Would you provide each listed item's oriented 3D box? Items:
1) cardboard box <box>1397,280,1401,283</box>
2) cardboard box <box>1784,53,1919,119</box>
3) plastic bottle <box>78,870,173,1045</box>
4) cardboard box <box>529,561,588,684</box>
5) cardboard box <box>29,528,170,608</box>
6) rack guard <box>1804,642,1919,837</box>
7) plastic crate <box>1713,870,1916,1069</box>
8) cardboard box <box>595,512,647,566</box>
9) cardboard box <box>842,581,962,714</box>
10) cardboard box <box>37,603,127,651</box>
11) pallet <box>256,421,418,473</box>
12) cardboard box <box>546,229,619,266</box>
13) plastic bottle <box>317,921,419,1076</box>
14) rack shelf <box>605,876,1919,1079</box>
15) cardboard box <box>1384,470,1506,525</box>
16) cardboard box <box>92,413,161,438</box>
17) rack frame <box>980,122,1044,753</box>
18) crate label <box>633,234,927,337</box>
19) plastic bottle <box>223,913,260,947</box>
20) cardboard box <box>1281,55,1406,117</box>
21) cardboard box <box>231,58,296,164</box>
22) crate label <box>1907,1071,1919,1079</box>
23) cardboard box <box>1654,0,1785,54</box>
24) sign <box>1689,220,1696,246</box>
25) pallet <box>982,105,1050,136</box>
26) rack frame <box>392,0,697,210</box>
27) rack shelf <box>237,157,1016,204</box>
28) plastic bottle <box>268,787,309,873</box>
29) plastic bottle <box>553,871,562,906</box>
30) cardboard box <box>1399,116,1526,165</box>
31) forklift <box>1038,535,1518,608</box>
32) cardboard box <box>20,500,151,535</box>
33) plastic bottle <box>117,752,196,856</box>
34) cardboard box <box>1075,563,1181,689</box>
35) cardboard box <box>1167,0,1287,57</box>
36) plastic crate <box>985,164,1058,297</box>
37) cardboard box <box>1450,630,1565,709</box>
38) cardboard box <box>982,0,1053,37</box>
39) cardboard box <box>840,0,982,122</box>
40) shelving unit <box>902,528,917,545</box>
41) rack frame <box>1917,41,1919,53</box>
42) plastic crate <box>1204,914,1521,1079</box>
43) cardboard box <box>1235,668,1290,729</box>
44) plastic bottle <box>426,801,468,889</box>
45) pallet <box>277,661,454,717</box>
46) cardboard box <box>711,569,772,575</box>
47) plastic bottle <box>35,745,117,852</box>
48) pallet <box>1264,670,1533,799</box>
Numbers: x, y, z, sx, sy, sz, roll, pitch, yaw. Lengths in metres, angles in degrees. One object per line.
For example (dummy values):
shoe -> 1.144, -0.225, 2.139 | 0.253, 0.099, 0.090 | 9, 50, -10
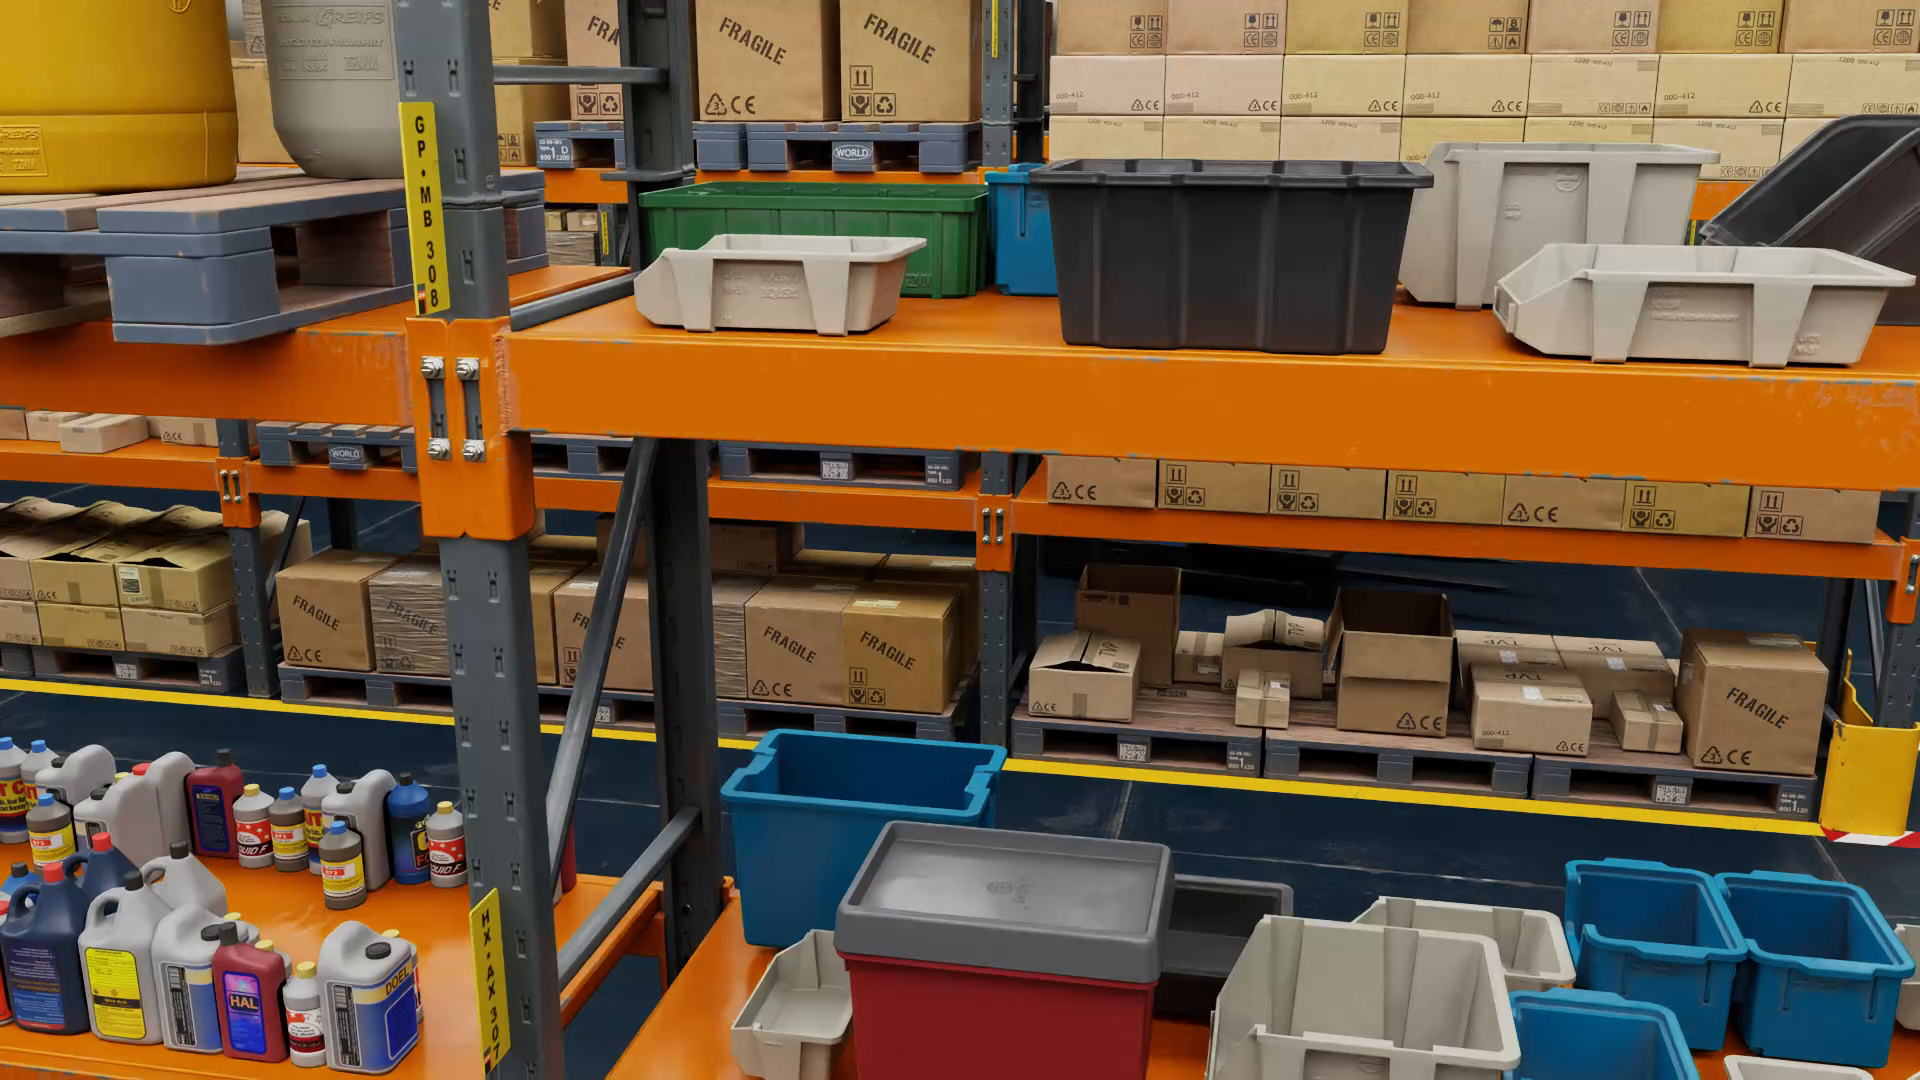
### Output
cardboard box -> 2.295, -1.002, 7.930 | 0.500, 0.500, 0.500 | 3, 16, 11
cardboard box -> 3.624, -1.874, 6.863 | 0.500, 0.250, 0.500 | 3, 16, 11
plastic bottle -> -1.698, 0.844, 3.417 | 0.185, 0.351, 0.144 | 3, 16, 11
cardboard box -> -2.267, 0.422, 8.709 | 0.500, 0.500, 0.500 | 3, 16, 10
cardboard box -> -4.734, 0.139, 9.186 | 0.500, 0.311, 0.500 | 3, 16, 10
rack guard -> 4.104, 0.902, 7.800 | 0.348, 0.500, 1.175 | 3, 16, 11
plastic crate -> 1.721, 0.879, 3.400 | 0.300, 0.233, 0.416 | 3, 16, 11
cardboard box -> -1.638, -0.050, 9.006 | 0.500, 0.250, 0.500 | 3, 16, 10
cardboard box -> -0.282, 0.530, 8.319 | 0.500, 0.500, 0.500 | 3, 16, 11
cardboard box -> -4.731, 0.408, 9.265 | 0.500, 0.250, 0.500 | 3, 16, 10
pallet -> -2.983, -0.614, 8.950 | 1.003, 0.211, 1.213 | 3, 16, 11
cardboard box -> -3.140, -2.303, 13.676 | 0.500, 0.500, 0.700 | 1, 16, 5
plastic bottle -> -1.183, 0.907, 3.330 | 0.135, 0.276, 0.152 | 3, 16, 11
rack shelf -> 1.228, 1.237, 3.255 | 4.000, 0.370, 1.077 | 3, 16, 11
cardboard box -> 2.195, -0.381, 7.562 | 0.500, 0.500, 0.500 | 3, 16, 10
cardboard box -> -4.499, -0.780, 9.355 | 0.500, 0.311, 0.500 | 3, 16, 10
rack frame -> 0.259, -0.512, 8.220 | 0.127, 3.000, 1.000 | 3, 16, 11
crate label -> -0.310, -0.433, 2.811 | 0.466, 0.136, 0.293 | 3, 16, 11
plastic bottle -> -1.534, 0.890, 3.531 | 0.097, 0.201, 0.097 | 0, 15, 0
cardboard box -> 1.664, -1.979, 7.243 | 0.500, 0.250, 0.500 | 3, 16, 11
cardboard box -> -3.227, -2.204, 8.522 | 0.500, 0.500, 0.910 | 3, 16, 11
crate label -> 1.794, 1.071, 2.887 | 0.243, 0.136, 0.396 | 3, 16, 11
cardboard box -> 3.199, -2.346, 7.164 | 0.500, 0.500, 0.700 | 3, 16, 11
sign -> 5.040, -2.126, 11.435 | 0.005, 0.325, 0.100 | 3, 16, 11
pallet -> 0.334, -3.197, 12.653 | 1.217, 0.209, 0.805 | 2, 16, 9
rack frame -> -0.732, -2.107, 2.742 | 0.127, 3.000, 1.000 | 3, 16, 11
rack shelf -> -1.701, -1.717, 8.300 | 4.000, 0.370, 1.077 | 3, 16, 11
plastic bottle -> -1.672, 0.717, 4.155 | 0.097, 0.201, 0.097 | 0, 15, 0
plastic bottle -> -1.052, 0.702, 3.931 | 0.185, 0.351, 0.144 | 3, 16, 11
cardboard box -> 2.155, -1.714, 7.222 | 0.500, 0.250, 0.500 | 3, 16, 11
forklift -> 2.066, -1.148, 10.646 | 3.031, 2.935, 1.130 | 7, 17, 23
cardboard box -> -5.131, -0.030, 9.795 | 0.500, 0.311, 0.500 | 3, 16, 10
plastic bottle -> -2.017, 0.670, 4.186 | 0.135, 0.276, 0.152 | 3, 16, 11
cardboard box -> 0.874, 0.437, 8.653 | 0.500, 0.500, 0.500 | 3, 16, 11
cardboard box -> 1.205, -2.408, 7.385 | 0.500, 0.500, 0.700 | 3, 16, 11
plastic crate -> 0.224, -0.616, 3.291 | 0.300, 0.233, 0.416 | 3, 16, 11
cardboard box -> 2.722, 0.658, 8.324 | 0.500, 0.250, 0.500 | 3, 16, 11
cardboard box -> 0.406, -3.956, 12.619 | 0.500, 0.250, 0.500 | 4, 16, 15
cardboard box -> -0.220, -2.302, 7.903 | 0.600, 0.600, 0.600 | 2, 16, 6
shelving unit -> -0.007, -0.723, 11.793 | 0.755, 1.500, 0.431 | 3, 16, 11
rack frame -> 4.179, -3.190, 6.651 | 0.127, 3.000, 1.000 | 3, 16, 11
plastic crate -> 0.728, 0.942, 3.083 | 0.530, 0.282, 0.437 | 3, 16, 11
cardboard box -> 1.477, 0.764, 8.098 | 0.250, 0.166, 0.380 | 3, 16, 11
plastic bottle -> -1.254, 0.740, 4.073 | 0.097, 0.201, 0.097 | 0, 15, 0
pallet -> -2.937, 0.669, 9.181 | 1.213, 0.211, 1.003 | 3, 16, 11
cardboard box -> -1.180, 0.338, 9.013 | 0.500, 0.500, 0.500 | 3, 16, 12
plastic bottle -> -2.244, 0.658, 4.230 | 0.135, 0.276, 0.152 | 3, 16, 11
pallet -> 2.131, 0.933, 8.227 | 1.213, 0.211, 1.003 | 3, 16, 11
